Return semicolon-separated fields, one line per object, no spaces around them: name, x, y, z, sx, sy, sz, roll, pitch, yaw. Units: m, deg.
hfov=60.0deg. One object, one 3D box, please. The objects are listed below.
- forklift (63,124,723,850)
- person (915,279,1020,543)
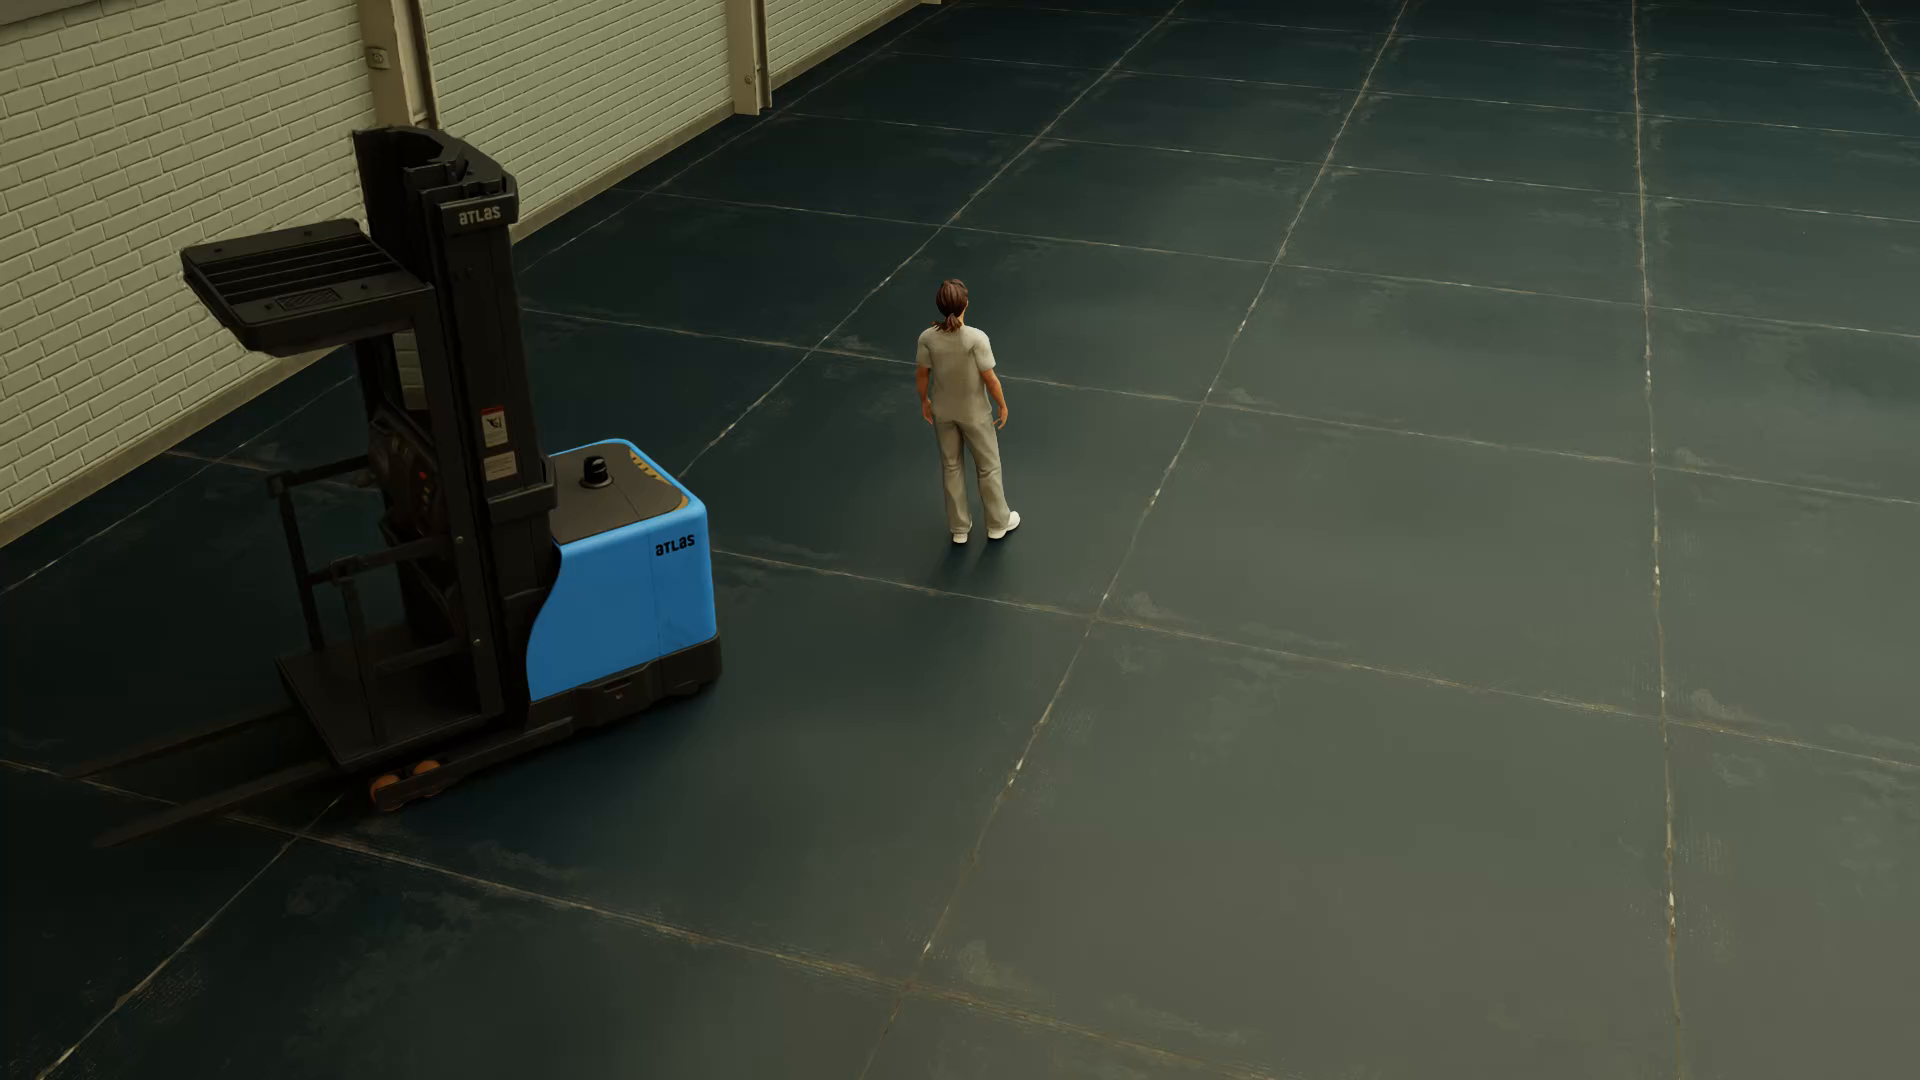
forklift;-2.748;-0.293;7.650;3.031;2.935;1.130;-19;35;-30
person;0.037;-0.766;9.734;0.549;1.675;0.549;10;31;16
